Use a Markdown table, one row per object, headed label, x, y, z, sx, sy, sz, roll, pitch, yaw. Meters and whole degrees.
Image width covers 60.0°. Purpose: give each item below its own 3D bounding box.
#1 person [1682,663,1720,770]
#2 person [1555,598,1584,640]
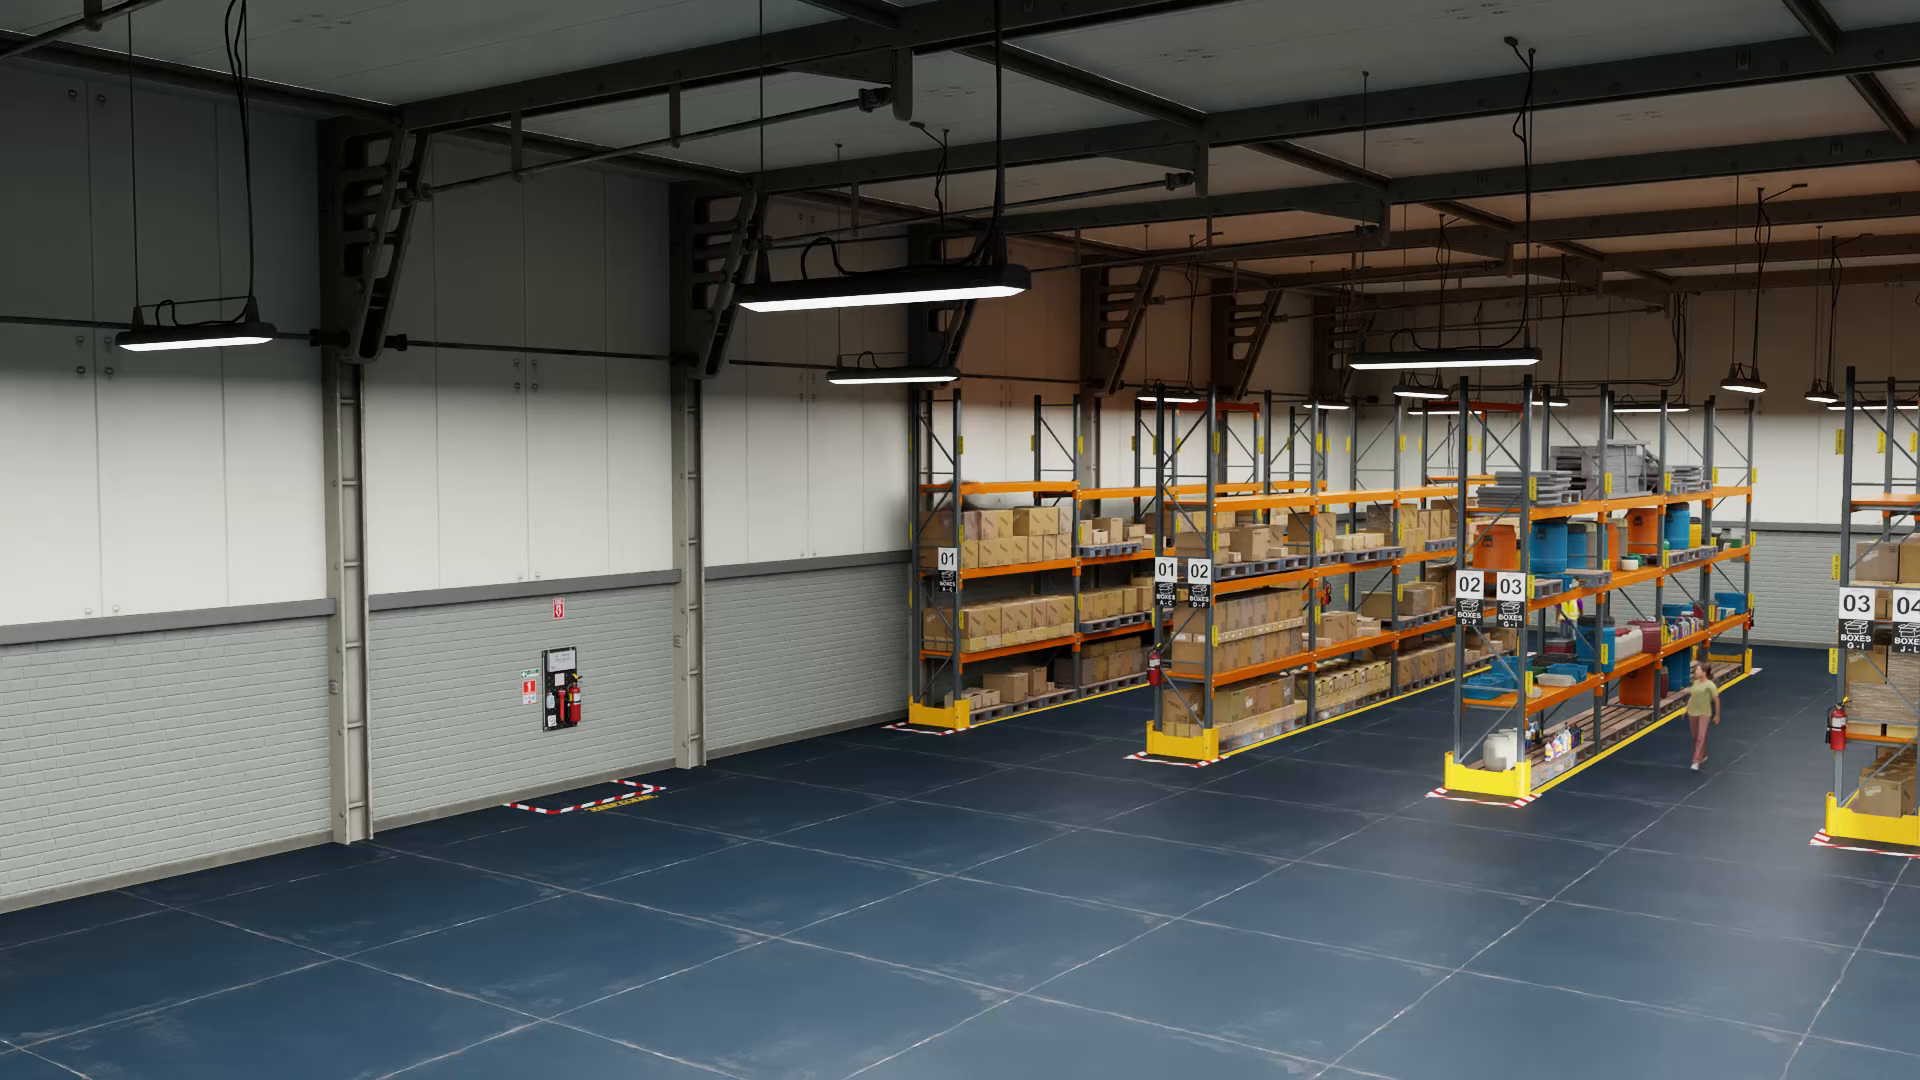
| label | x | y | z | sx | sy | sz | roll | pitch | yaw |
| --- | --- | --- | --- | --- | --- | --- | --- | --- | --- |
| person | 11.470 | 2.713 | 25.754 | 0.546 | 1.623 | 0.984 | 3 | 4 | 41 |
| person | 14.449 | 1.903 | 39.414 | 0.666 | 1.734 | 0.998 | 1 | 3 | 12 |
